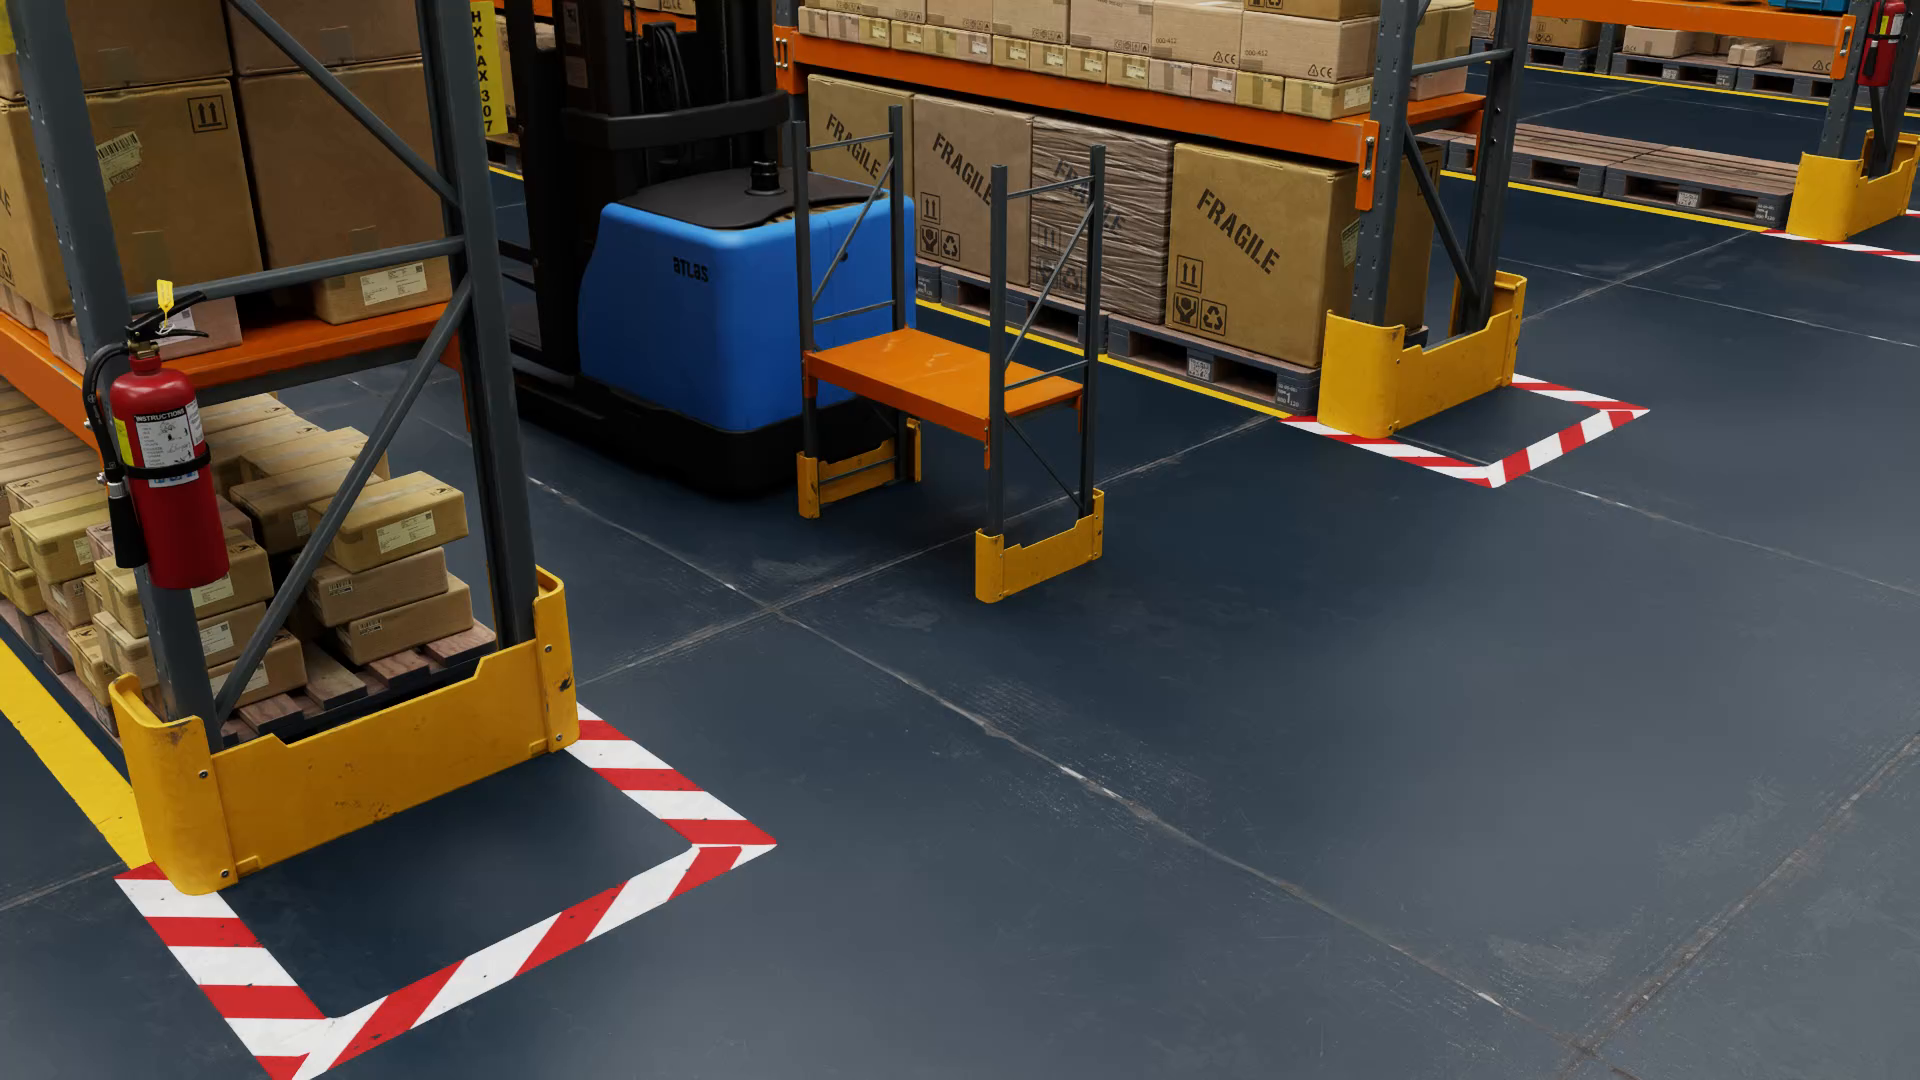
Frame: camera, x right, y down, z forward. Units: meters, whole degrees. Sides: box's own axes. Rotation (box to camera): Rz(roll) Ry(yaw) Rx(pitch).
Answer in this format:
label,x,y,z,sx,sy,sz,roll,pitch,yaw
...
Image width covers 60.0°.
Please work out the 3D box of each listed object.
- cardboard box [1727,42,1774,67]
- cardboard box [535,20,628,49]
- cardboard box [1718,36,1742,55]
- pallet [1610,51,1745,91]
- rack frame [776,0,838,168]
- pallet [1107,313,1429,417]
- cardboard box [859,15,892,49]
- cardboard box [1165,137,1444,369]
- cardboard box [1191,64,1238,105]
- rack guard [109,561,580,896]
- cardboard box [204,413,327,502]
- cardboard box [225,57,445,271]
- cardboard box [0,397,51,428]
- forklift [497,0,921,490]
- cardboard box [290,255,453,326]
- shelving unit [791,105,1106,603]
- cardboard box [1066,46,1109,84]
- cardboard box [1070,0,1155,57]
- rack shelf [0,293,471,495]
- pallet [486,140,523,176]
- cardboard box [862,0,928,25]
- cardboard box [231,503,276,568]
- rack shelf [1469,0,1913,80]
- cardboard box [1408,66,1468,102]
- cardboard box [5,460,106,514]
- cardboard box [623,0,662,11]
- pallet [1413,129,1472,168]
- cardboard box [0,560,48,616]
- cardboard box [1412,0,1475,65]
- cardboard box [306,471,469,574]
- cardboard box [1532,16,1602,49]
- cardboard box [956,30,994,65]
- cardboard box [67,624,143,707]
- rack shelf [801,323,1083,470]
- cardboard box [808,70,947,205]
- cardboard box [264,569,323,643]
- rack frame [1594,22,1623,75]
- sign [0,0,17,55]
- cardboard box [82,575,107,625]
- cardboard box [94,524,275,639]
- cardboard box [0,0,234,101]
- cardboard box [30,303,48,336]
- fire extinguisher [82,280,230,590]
label,x,y,z,sx,sy,sz,roll,pitch,yaw
cardboard box,7.317,-4.499,15.381,0.380,0.166,0.250,-21,32,-38
cardboard box,-2.318,-3.175,11.650,1.225,0.875,0.875,-21,32,-38
cardboard box,7.486,-4.750,15.952,0.380,0.149,0.250,-21,32,-38
pallet,7.058,-4.558,15.988,1.003,0.211,1.213,-21,32,-38
rack frame,-0.644,-3.226,9.708,1.000,3.000,0.127,-21,32,-38
pallet,1.486,-0.966,8.113,1.003,0.211,1.213,-21,32,-38
cardboard box,-0.324,-2.769,9.008,0.380,0.149,0.250,-20,31,-37
cardboard box,1.594,-1.410,7.781,0.875,0.875,0.875,-21,32,-38
cardboard box,1.256,-2.070,7.475,0.380,0.149,0.250,-21,32,-38
rack guard,-1.652,0.476,4.604,1.175,0.500,0.348,-21,32,-38
cardboard box,-2.295,-0.271,5.443,0.250,0.149,0.380,22,32,39
cardboard box,-1.705,-1.033,4.422,0.500,0.500,0.500,-19,31,-36
cardboard box,-3.200,-0.371,5.660,0.380,0.149,0.250,-21,32,-38
forklift,-1.569,-2.042,7.194,3.031,2.935,1.130,22,33,40
cardboard box,-1.582,-0.715,4.505,0.380,0.149,0.250,-22,32,-39
shelving unit,-0.052,-0.705,5.989,0.587,1.500,1.083,-21,32,-38
cardboard box,0.729,-2.302,7.985,0.380,0.149,0.250,-21,32,-38
cardboard box,0.871,-2.461,7.853,0.500,0.250,0.500,22,33,40
rack shelf,-2.967,-0.917,5.512,1.077,0.370,4.000,-21,32,-38
pallet,-2.894,-2.909,12.373,1.003,0.211,1.213,-21,32,-38
cardboard box,-0.178,-2.925,8.869,0.500,0.250,0.500,-21,32,-39
cardboard box,-2.148,-0.047,5.309,0.380,0.149,0.250,-21,32,-38
rack shelf,4.338,-3.698,11.609,1.077,0.370,4.000,-21,32,-38
cardboard box,2.088,-2.101,7.545,0.380,0.149,0.250,-21,32,-38
cardboard box,-2.677,-0.122,5.116,0.250,0.149,0.380,22,33,40
cardboard box,-1.858,-3.644,10.504,0.500,0.500,0.500,-22,32,-39
pallet,3.502,-3.151,12.902,1.003,0.211,1.213,-21,32,-38
cardboard box,-2.877,0.084,5.382,0.250,0.149,0.380,22,33,39
cardboard box,1.959,-2.303,7.508,0.500,0.250,0.500,-22,33,-40
cardboard box,-1.710,-0.058,4.975,0.250,0.149,0.380,22,32,39
cardboard box,6.043,-5.166,16.443,0.500,0.500,0.500,-21,32,-39
cardboard box,0.202,-2.535,8.496,0.380,0.149,0.250,-21,32,-38
cardboard box,-2.361,0.319,4.867,0.380,0.149,0.250,-20,31,-37
rack shelf,-0.058,-0.545,6.070,0.538,0.185,1.000,-21,32,-38
cardboard box,-0.251,-2.228,9.574,0.875,0.875,0.875,-21,32,-38
cardboard box,-1.963,0.162,5.209,0.380,0.149,0.250,-21,32,-39
rack frame,6.590,-6.035,15.866,1.000,3.000,0.127,-21,32,-38
sign,-2.018,-1.157,3.397,0.100,0.325,0.005,-21,32,-38
cardboard box,-2.308,0.159,4.857,0.380,0.149,0.250,-22,33,-40
cardboard box,-2.146,0.109,4.609,0.380,0.149,0.250,-21,32,-38
cardboard box,-2.094,-1.342,3.894,0.500,0.500,0.500,-22,33,-39
cardboard box,-2.171,-0.628,4.316,0.380,0.149,0.250,-21,32,-39
fire extinguisher,-1.764,-0.226,3.673,0.296,0.674,0.183,-21,32,-38
